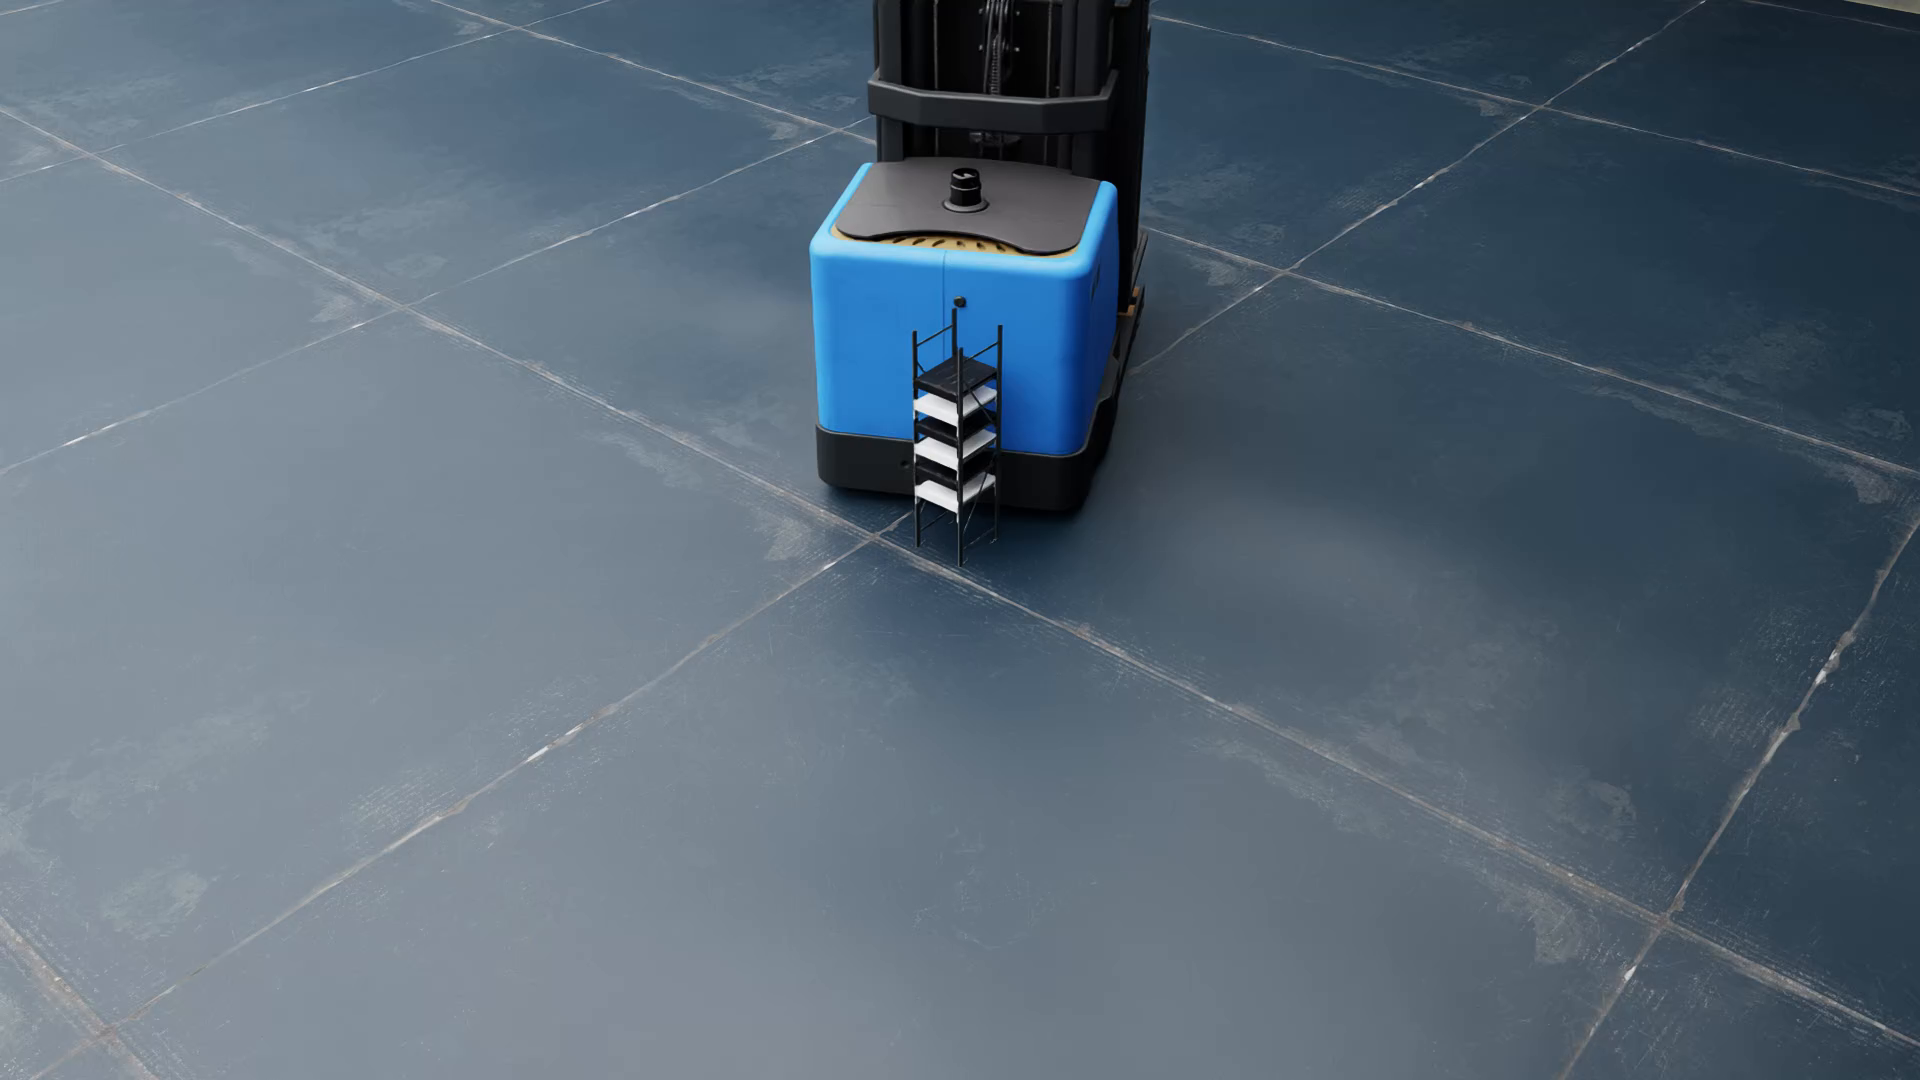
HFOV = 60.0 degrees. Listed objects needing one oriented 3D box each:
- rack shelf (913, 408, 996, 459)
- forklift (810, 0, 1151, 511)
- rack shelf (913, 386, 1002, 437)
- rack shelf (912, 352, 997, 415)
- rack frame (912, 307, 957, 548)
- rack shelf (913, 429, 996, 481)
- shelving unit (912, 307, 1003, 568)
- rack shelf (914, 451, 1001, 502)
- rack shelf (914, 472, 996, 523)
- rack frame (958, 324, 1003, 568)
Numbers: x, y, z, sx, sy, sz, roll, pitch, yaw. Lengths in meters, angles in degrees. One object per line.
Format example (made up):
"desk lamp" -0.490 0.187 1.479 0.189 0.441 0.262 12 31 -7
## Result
"rack shelf" -0.009 -0.405 5.945 0.200 0.077 0.258 24 41 31
"forklift" 0.246 -2.145 6.785 1.130 2.935 3.031 7 35 10
"rack shelf" -0.009 -0.479 5.894 0.200 0.077 0.258 24 41 31
"rack shelf" -0.009 -0.554 5.843 0.200 0.077 0.258 24 41 31
"rack frame" -0.089 -0.394 6.029 0.006 0.900 0.240 24 41 31
"rack shelf" -0.009 -0.331 5.996 0.200 0.077 0.258 24 41 31
"shelving unit" -0.009 -0.359 5.977 0.210 0.900 0.258 24 41 31
"rack shelf" -0.009 -0.257 6.047 0.200 0.077 0.258 24 41 31
"rack shelf" -0.009 -0.183 6.098 0.200 0.077 0.258 24 41 31
"rack frame" 0.070 -0.323 5.925 0.006 0.900 0.240 24 41 31
